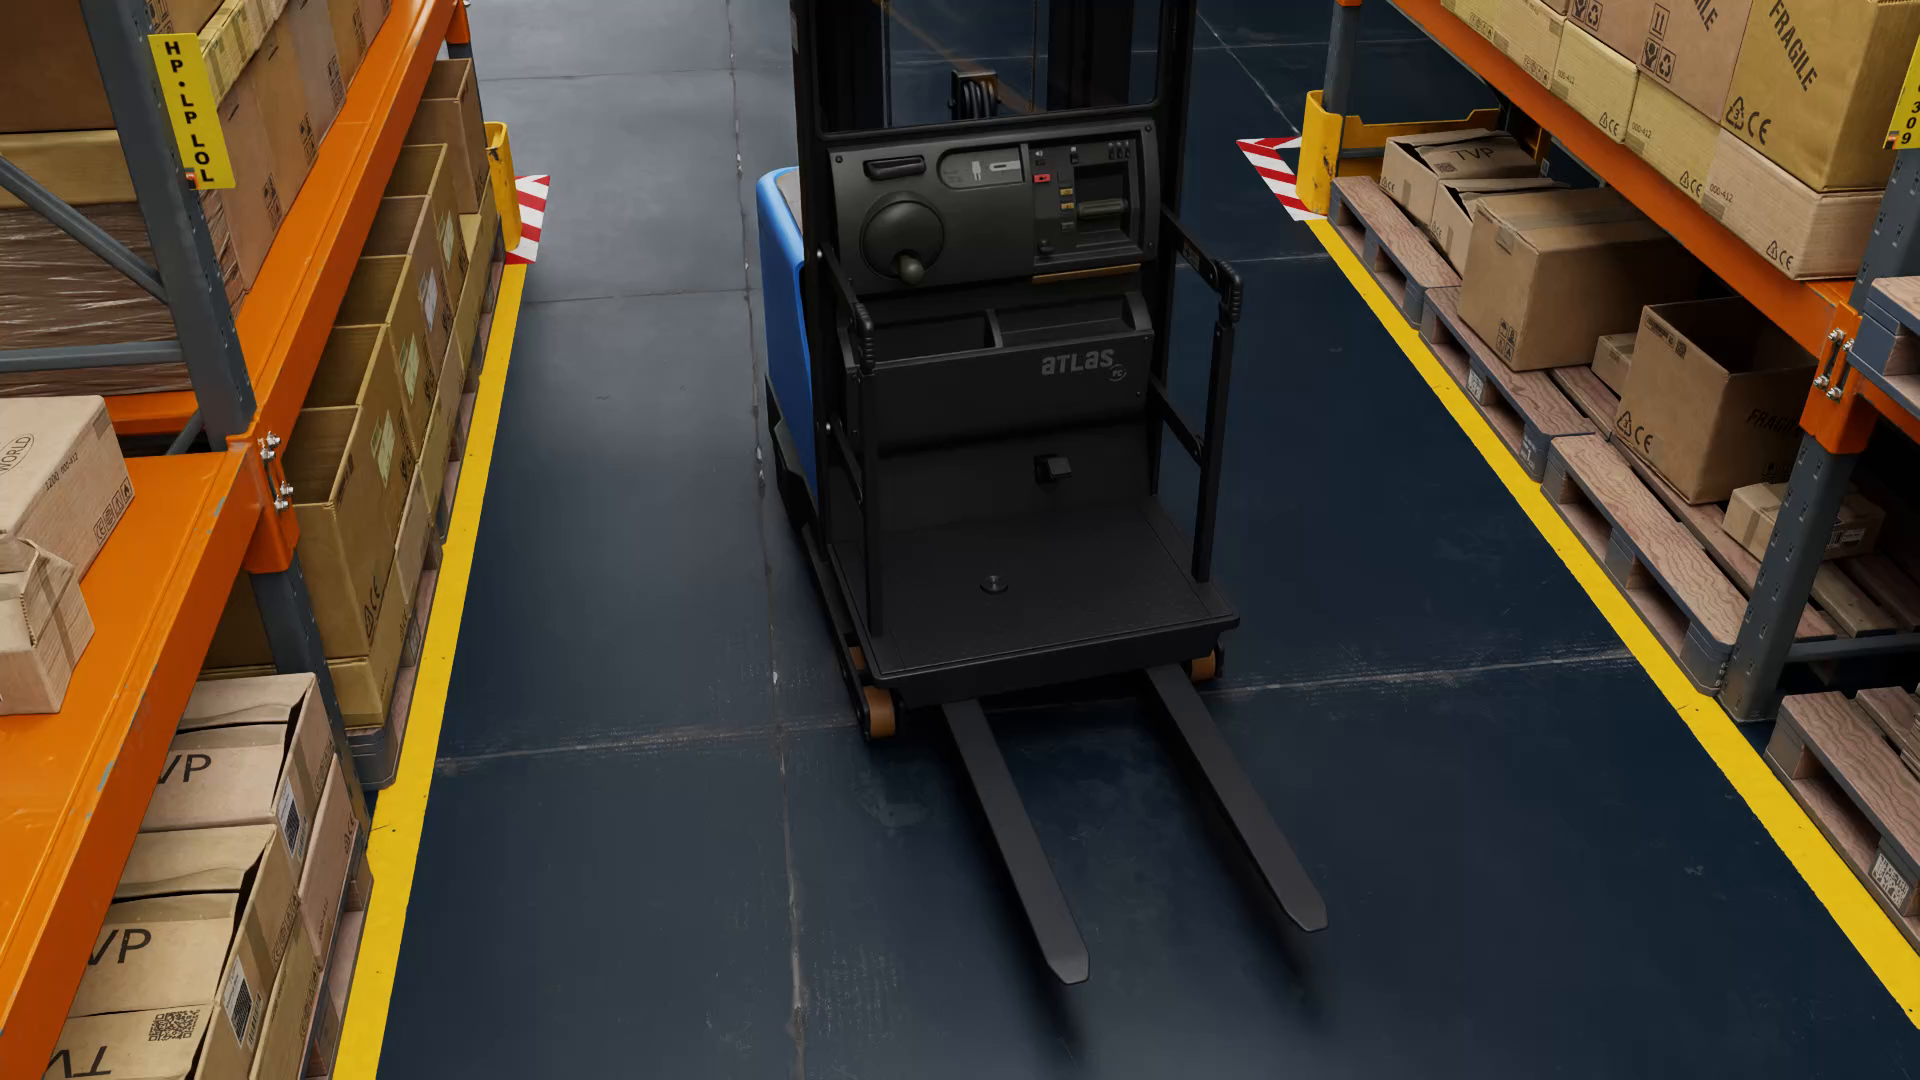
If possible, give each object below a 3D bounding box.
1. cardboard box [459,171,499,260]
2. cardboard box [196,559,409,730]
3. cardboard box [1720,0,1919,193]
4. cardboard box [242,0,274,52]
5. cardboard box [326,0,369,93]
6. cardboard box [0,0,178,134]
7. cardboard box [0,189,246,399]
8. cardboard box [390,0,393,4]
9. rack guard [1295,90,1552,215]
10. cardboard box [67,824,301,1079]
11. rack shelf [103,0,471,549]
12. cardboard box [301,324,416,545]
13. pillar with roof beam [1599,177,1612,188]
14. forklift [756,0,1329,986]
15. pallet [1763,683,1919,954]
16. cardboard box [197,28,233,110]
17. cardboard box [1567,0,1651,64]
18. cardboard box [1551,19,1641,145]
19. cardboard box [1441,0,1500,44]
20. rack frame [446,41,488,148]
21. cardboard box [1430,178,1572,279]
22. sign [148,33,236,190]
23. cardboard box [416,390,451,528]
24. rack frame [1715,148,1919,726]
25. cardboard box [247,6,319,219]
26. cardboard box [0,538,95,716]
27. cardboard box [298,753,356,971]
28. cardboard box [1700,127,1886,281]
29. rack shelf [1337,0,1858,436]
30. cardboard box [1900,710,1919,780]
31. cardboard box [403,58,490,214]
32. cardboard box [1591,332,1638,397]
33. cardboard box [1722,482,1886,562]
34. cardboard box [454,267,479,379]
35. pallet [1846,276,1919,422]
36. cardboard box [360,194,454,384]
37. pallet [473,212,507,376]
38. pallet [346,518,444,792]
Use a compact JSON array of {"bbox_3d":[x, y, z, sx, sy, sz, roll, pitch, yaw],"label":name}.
[{"bbox_3d":[-2.287,-1.376,7.174,0.500,0.250,0.500,-4,35,-6],"label":"cardboard box"},{"bbox_3d":[-1.876,0.298,4.718,0.500,0.250,0.500,-4,35,-6],"label":"cardboard box"},{"bbox_3d":[2.424,-1.257,4.380,0.500,0.500,0.500,-4,35,-6],"label":"cardboard box"},{"bbox_3d":[-2.097,-1.427,4.516,0.380,0.149,0.250,-5,35,-8],"label":"cardboard box"},{"bbox_3d":[-2.465,-1.825,5.675,0.700,0.500,0.500,-4,34,-6],"label":"cardboard box"},{"bbox_3d":[-2.180,-1.208,3.618,0.700,0.500,0.500,-4,34,-6],"label":"cardboard box"},{"bbox_3d":[-2.180,-0.672,3.983,0.700,0.500,0.500,-5,35,-8],"label":"cardboard box"},{"bbox_3d":[-2.602,-2.395,6.512,0.700,0.500,0.500,-4,35,-6],"label":"cardboard box"},{"bbox_3d":[2.266,-1.917,8.119,1.175,0.500,0.348,-4,35,-6],"label":"rack guard"},{"bbox_3d":[-1.699,0.842,3.422,0.500,0.311,0.500,-3,34,-5],"label":"cardboard box"},{"bbox_3d":[-2.383,-1.202,5.489,1.077,0.370,4.000,-4,35,-6],"label":"rack shelf"},{"bbox_3d":[-1.941,-0.291,4.917,0.500,0.500,0.500,-4,35,-6],"label":"cardboard box"},{"bbox_3d":[-1.058,-4.820,4.833,9.100,9.000,0.400,-4,35,-6],"label":"pillar with roof beam"},{"bbox_3d":[0.165,-0.870,4.425,1.130,2.935,3.031,-9,35,-13],"label":"forklift"},{"bbox_3d":[2.900,0.826,4.350,1.003,0.211,1.213,-4,35,-6],"label":"pallet"},{"bbox_3d":[-2.029,-1.141,4.096,0.380,0.149,0.250,-5,35,-8],"label":"cardboard box"},{"bbox_3d":[2.294,-1.817,5.202,0.500,0.500,0.500,-5,35,-8],"label":"cardboard box"},{"bbox_3d":[2.288,-1.506,5.412,0.500,0.250,0.500,-5,35,-7],"label":"cardboard box"},{"bbox_3d":[2.154,-2.069,6.238,0.500,0.250,0.500,-5,35,-7],"label":"cardboard box"},{"bbox_3d":[-2.652,-2.615,6.924,1.000,3.000,0.127,-4,35,-6],"label":"rack frame"},{"bbox_3d":[2.337,-1.352,7.068,0.500,0.311,0.500,-2,34,-2],"label":"cardboard box"},{"bbox_3d":[-1.578,-0.875,3.413,0.100,0.325,0.005,-4,35,-6],"label":"sign"},{"bbox_3d":[-2.000,-0.261,5.538,0.500,0.250,0.500,-4,35,-6],"label":"cardboard box"},{"bbox_3d":[2.794,-0.760,4.202,1.000,3.000,0.127,-4,35,-6],"label":"rack frame"},{"bbox_3d":[-2.321,-1.246,4.826,0.700,0.500,0.500,-4,34,-6],"label":"cardboard box"},{"bbox_3d":[-1.814,0.149,2.987,0.396,0.266,0.258,-5,35,-8],"label":"cardboard box"},{"bbox_3d":[-1.771,0.789,3.997,0.500,0.250,0.500,-5,35,-7],"label":"cardboard box"},{"bbox_3d":[2.430,-0.948,4.593,0.500,0.250,0.500,-4,35,-6],"label":"cardboard box"},{"bbox_3d":[2.525,-1.579,6.042,1.077,0.370,4.000,-4,35,-6],"label":"rack shelf"},{"bbox_3d":[2.910,0.500,4.181,0.700,0.500,0.500,-3,34,-5],"label":"cardboard box"},{"bbox_3d":[-2.285,-1.686,6.963,0.500,0.500,0.500,-4,35,-6],"label":"cardboard box"},{"bbox_3d":[2.599,-0.658,6.193,0.380,0.149,0.250,-7,35,-10],"label":"cardboard box"},{"bbox_3d":[2.692,-0.068,5.311,0.380,0.166,0.250,-9,35,-13],"label":"cardboard box"},{"bbox_3d":[-2.139,-0.819,6.356,0.500,0.250,0.500,-4,35,-6],"label":"cardboard box"},{"bbox_3d":[2.753,-0.244,3.614,1.003,0.211,1.213,-4,35,-6],"label":"pallet"},{"bbox_3d":[-2.070,-0.850,5.736,0.500,0.500,0.500,-4,35,-6],"label":"cardboard box"},{"bbox_3d":[-2.508,-1.039,7.088,1.003,0.211,1.213,-4,35,-6],"label":"pallet"},{"bbox_3d":[-2.179,0.322,5.090,1.003,0.211,1.213,-4,35,-6],"label":"pallet"}]
